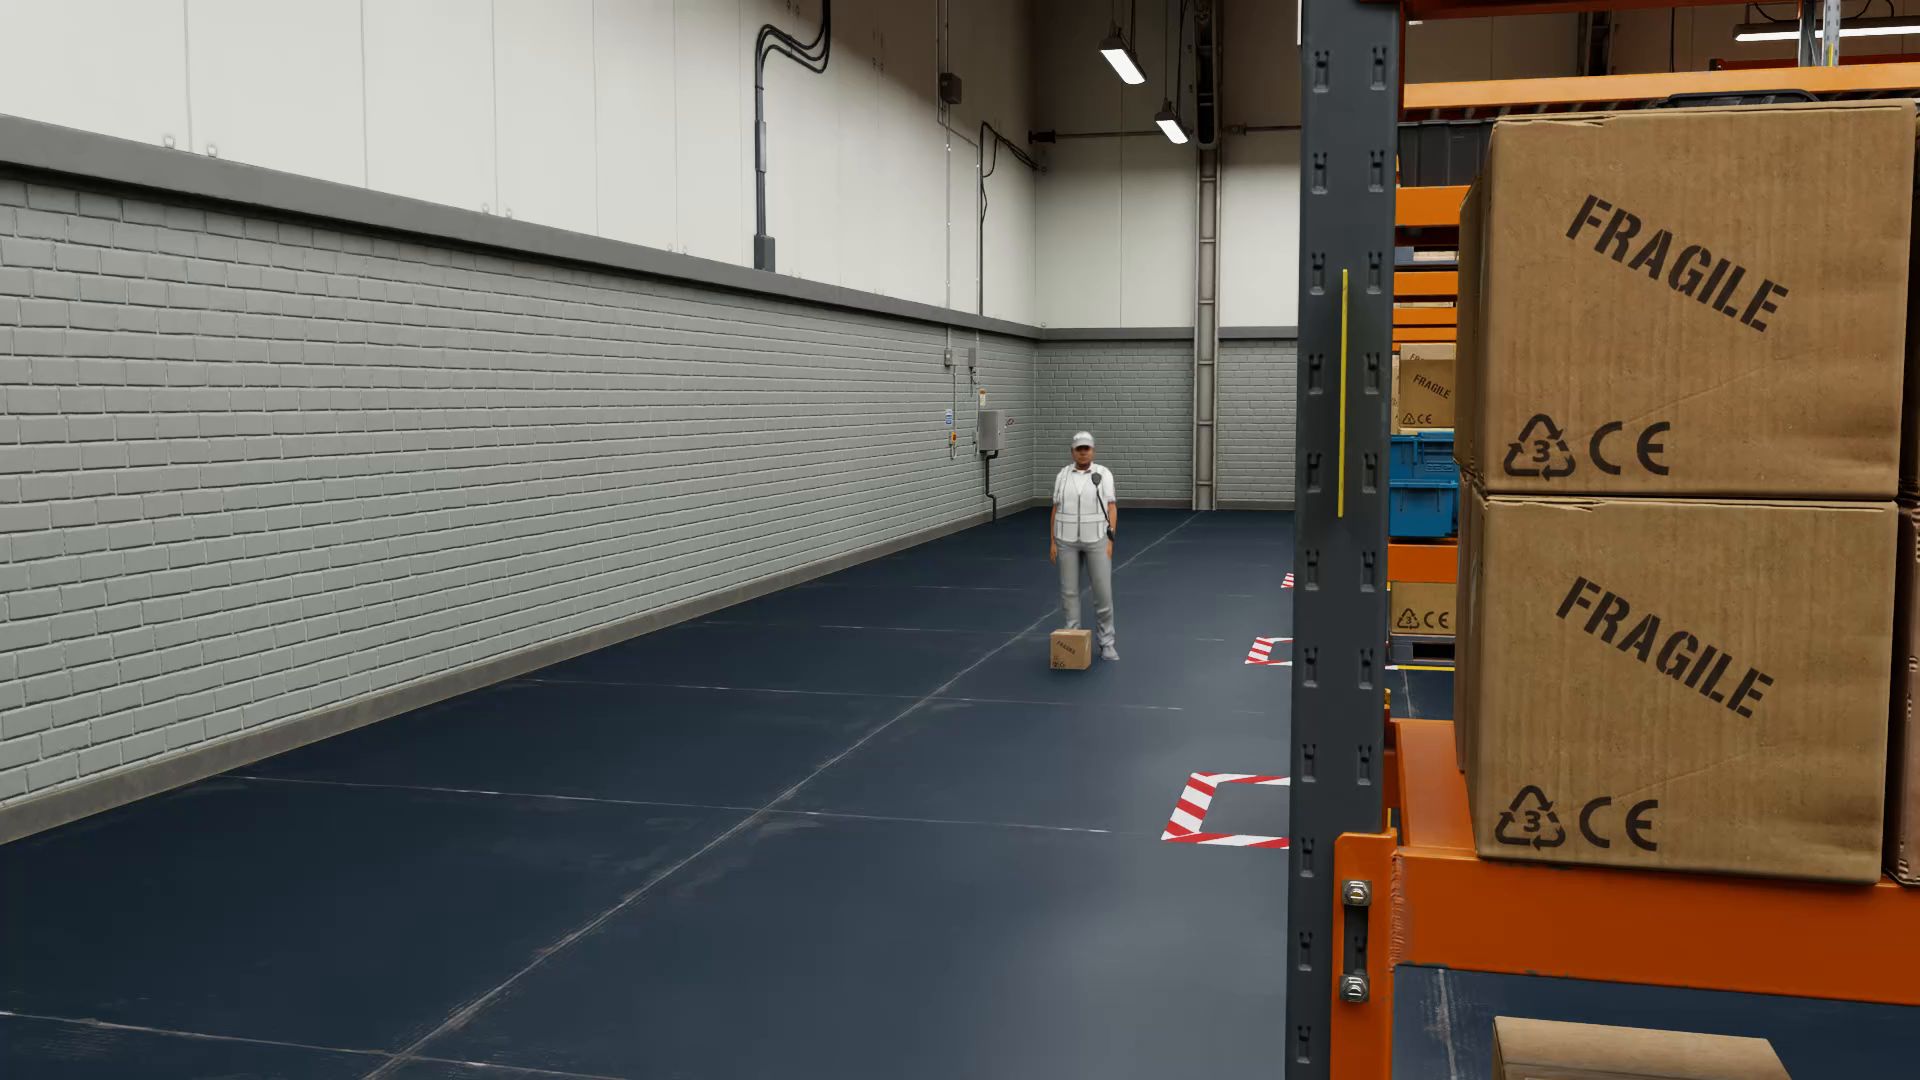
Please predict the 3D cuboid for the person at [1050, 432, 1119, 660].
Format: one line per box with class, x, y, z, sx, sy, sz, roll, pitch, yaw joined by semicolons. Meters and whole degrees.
person;0.930;0.040;12.310;0.524;1.684;0.380;1;5;15
